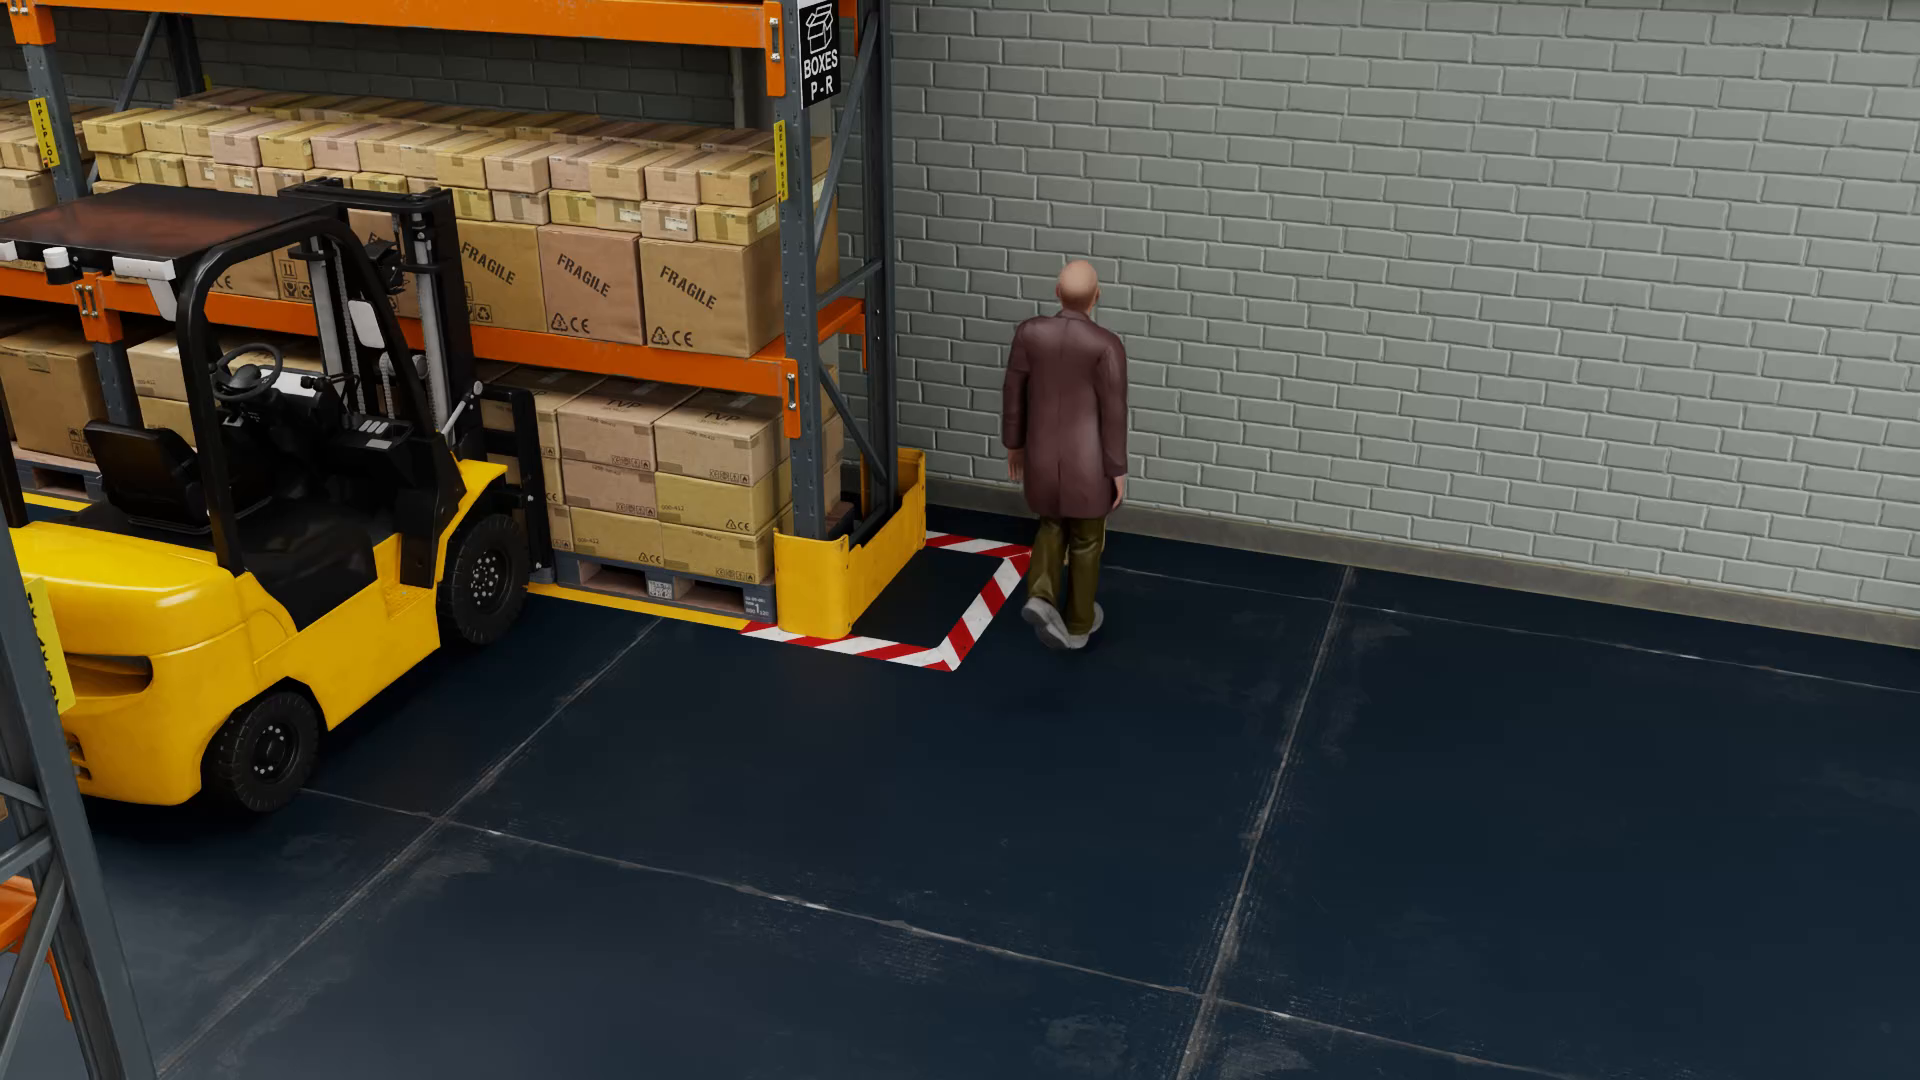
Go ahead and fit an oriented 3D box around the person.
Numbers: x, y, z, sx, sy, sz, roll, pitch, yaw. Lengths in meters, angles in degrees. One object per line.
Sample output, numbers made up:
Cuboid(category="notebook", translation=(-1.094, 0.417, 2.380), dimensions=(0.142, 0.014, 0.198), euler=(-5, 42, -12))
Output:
Cuboid(category="person", translation=(0.427, -0.332, 7.305), dimensions=(0.621, 1.755, 0.644), euler=(12, 28, 23))
